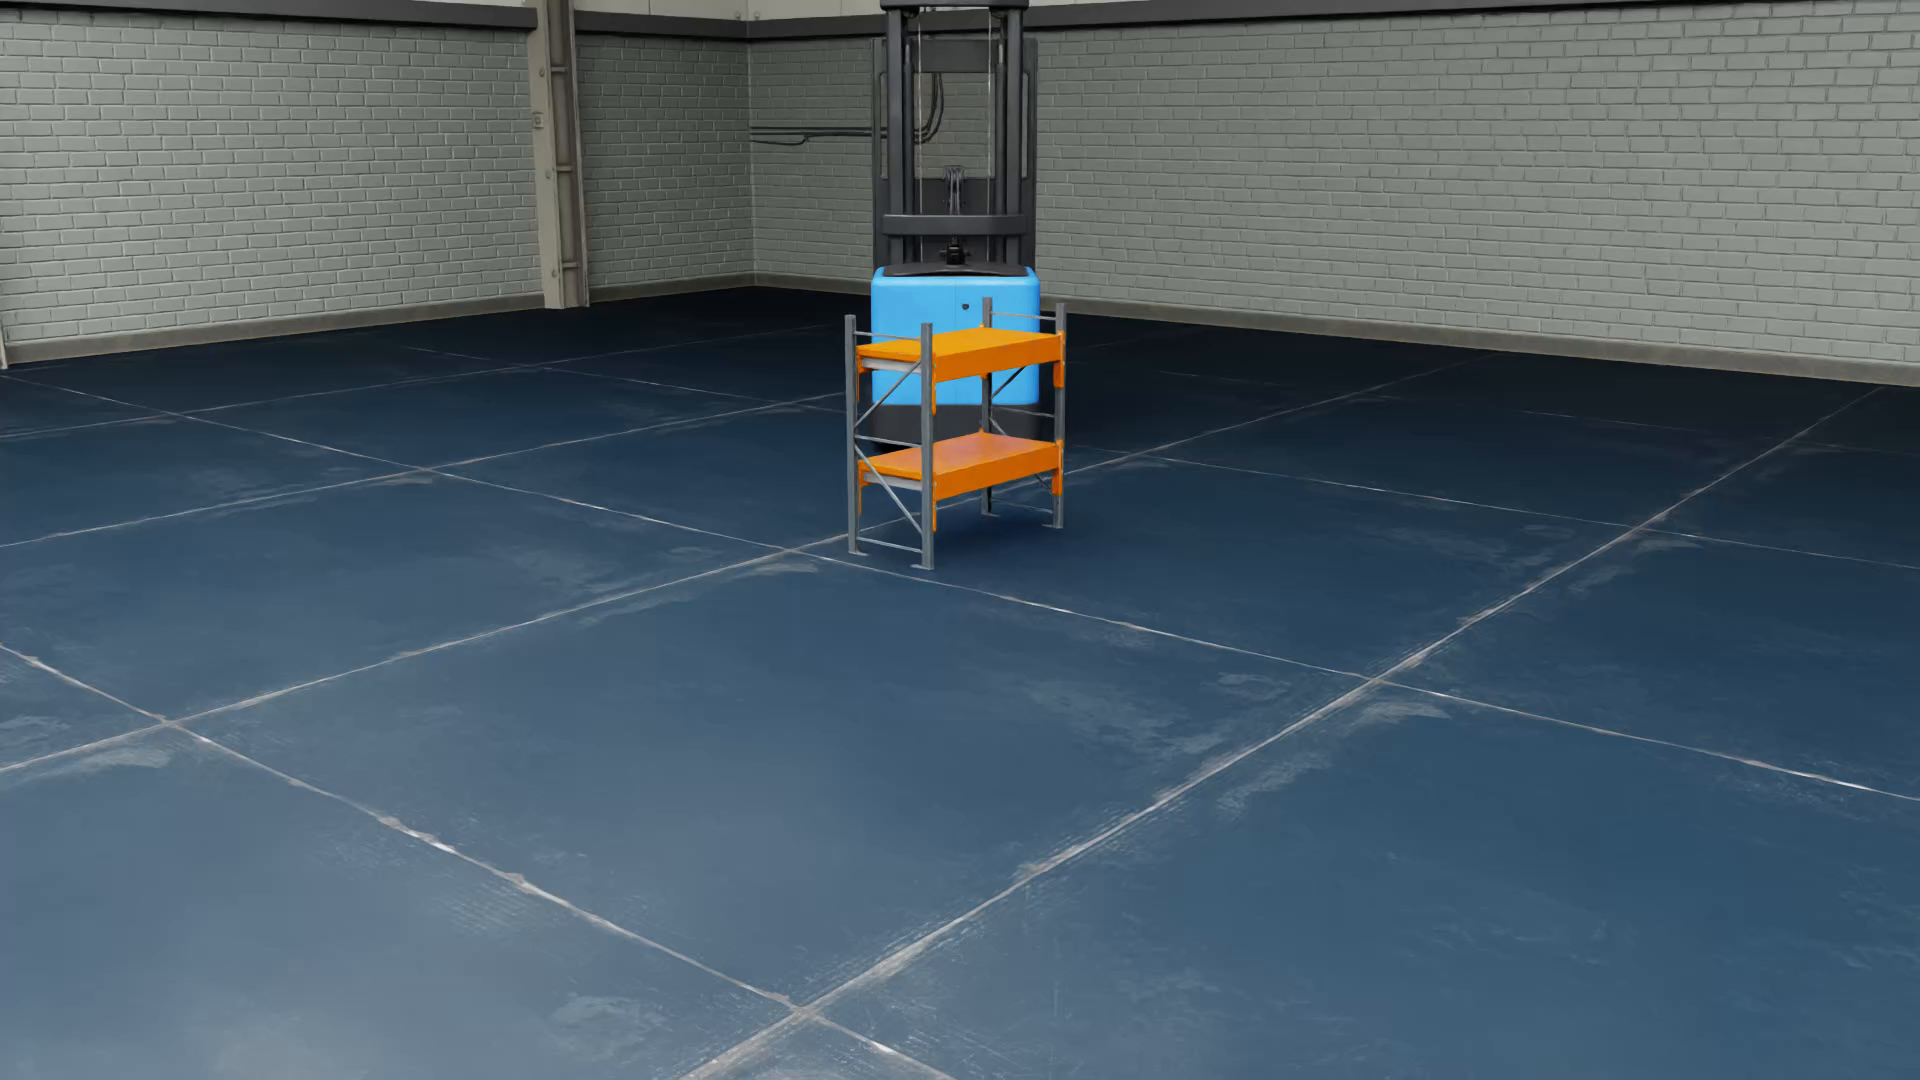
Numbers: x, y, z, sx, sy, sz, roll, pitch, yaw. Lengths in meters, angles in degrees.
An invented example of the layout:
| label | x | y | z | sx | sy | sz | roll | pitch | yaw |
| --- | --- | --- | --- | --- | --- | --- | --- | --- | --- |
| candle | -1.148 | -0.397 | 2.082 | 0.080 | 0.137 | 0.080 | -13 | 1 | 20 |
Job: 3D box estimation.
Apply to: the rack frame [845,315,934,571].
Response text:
| label | x | y | z | sx | sy | sz | roll | pitch | yaw |
| --- | --- | --- | --- | --- | --- | --- | --- | --- | --- |
| rack frame | -0.324 | -0.447 | 7.596 | 0.500 | 1.125 | 0.032 | 11 | 18 | 38 |

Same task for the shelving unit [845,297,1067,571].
| label | x | y | z | sx | sy | sz | roll | pitch | yaw |
| --- | --- | --- | --- | --- | --- | --- | --- | --- | --- |
| shelving unit | -0.004 | -0.544 | 7.979 | 0.538 | 1.125 | 1.048 | 11 | 18 | 38 |

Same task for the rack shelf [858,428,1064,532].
| label | x | y | z | sx | sy | sz | roll | pitch | yaw |
| --- | --- | --- | --- | --- | --- | --- | --- | --- | --- |
| rack shelf | -0.004 | -0.307 | 8.040 | 0.538 | 0.278 | 1.000 | 11 | 18 | 38 |

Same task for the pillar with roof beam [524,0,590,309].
| label | x | y | z | sx | sy | sz | roll | pitch | yaw |
| --- | --- | --- | --- | --- | --- | --- | --- | --- | --- |
| pillar with roof beam | -0.940 | -6.237 | 14.398 | 9.100 | 9.000 | 0.400 | 11 | 18 | 38 |

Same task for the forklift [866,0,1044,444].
| label | x | y | z | sx | sy | sz | roll | pitch | yaw |
| --- | --- | --- | --- | --- | --- | --- | --- | --- | --- |
| forklift | -0.042 | -2.314 | 11.281 | 1.130 | 2.935 | 3.031 | 0 | 14 | -1 |

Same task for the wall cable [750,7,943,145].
| label | x | y | z | sx | sy | sz | roll | pitch | yaw |
| --- | --- | --- | --- | --- | --- | --- | --- | --- | --- |
| wall cable | -1.408 | -5.758 | 18.818 | 3.097 | 2.526 | 0.112 | 11 | 18 | 38 |

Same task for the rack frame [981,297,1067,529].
| label | x | y | z | sx | sy | sz | roll | pitch | yaw |
| --- | --- | --- | --- | --- | --- | --- | --- | --- | --- |
| rack frame | 0.315 | -0.641 | 8.363 | 0.500 | 1.125 | 0.032 | 11 | 18 | 38 |

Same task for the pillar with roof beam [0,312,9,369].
| label | x | y | z | sx | sy | sz | roll | pitch | yaw |
| --- | --- | --- | --- | --- | --- | --- | --- | --- | --- |
| pillar with roof beam | -4.711 | -5.088 | 9.874 | 9.100 | 9.000 | 0.400 | 11 | 18 | 38 |

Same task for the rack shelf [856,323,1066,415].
| label | x | y | z | sx | sy | sz | roll | pitch | yaw |
| --- | --- | --- | --- | --- | --- | --- | --- | --- | --- |
| rack shelf | -0.004 | -0.828 | 7.907 | 0.538 | 0.278 | 1.000 | 11 | 18 | 38 |
